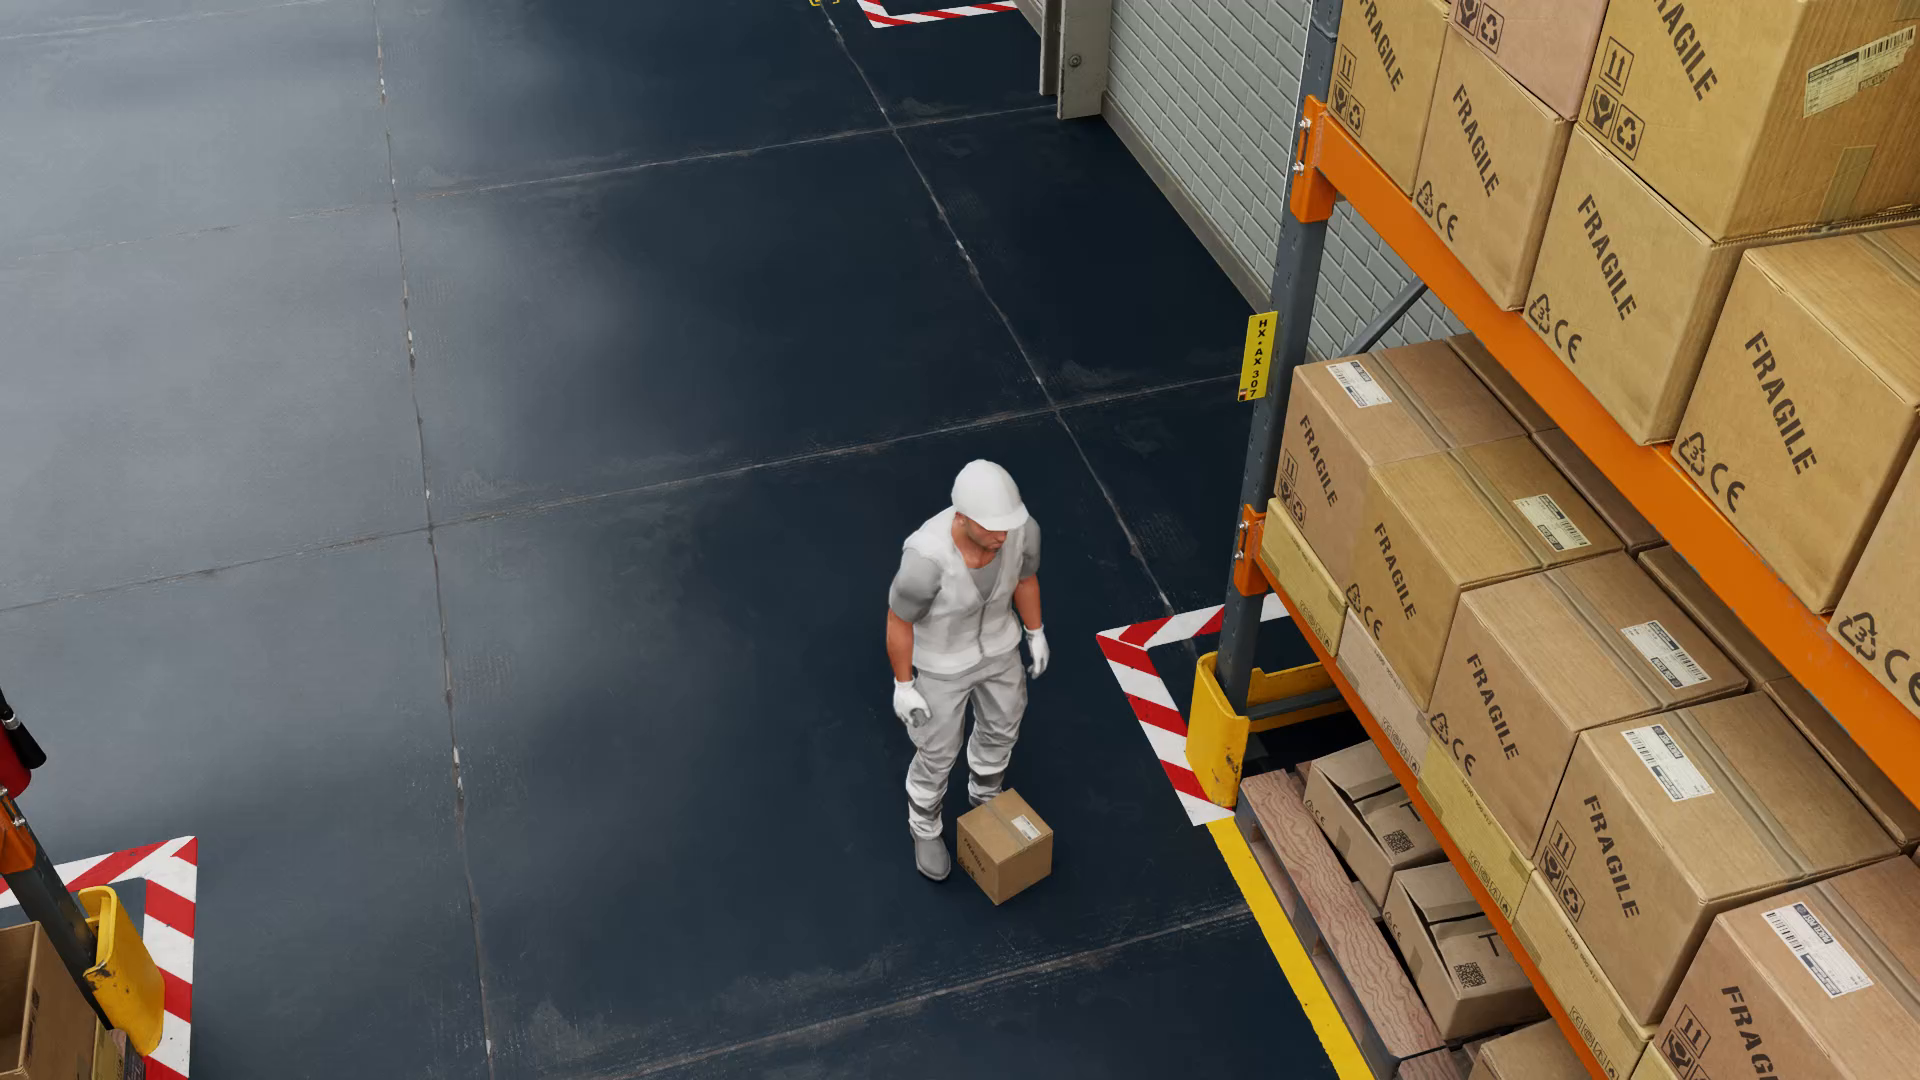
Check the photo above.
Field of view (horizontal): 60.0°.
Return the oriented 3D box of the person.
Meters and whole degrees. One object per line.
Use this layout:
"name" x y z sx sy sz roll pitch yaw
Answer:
"person" 0.034 0.418 5.681 0.609 1.779 0.448 -21 46 -22
